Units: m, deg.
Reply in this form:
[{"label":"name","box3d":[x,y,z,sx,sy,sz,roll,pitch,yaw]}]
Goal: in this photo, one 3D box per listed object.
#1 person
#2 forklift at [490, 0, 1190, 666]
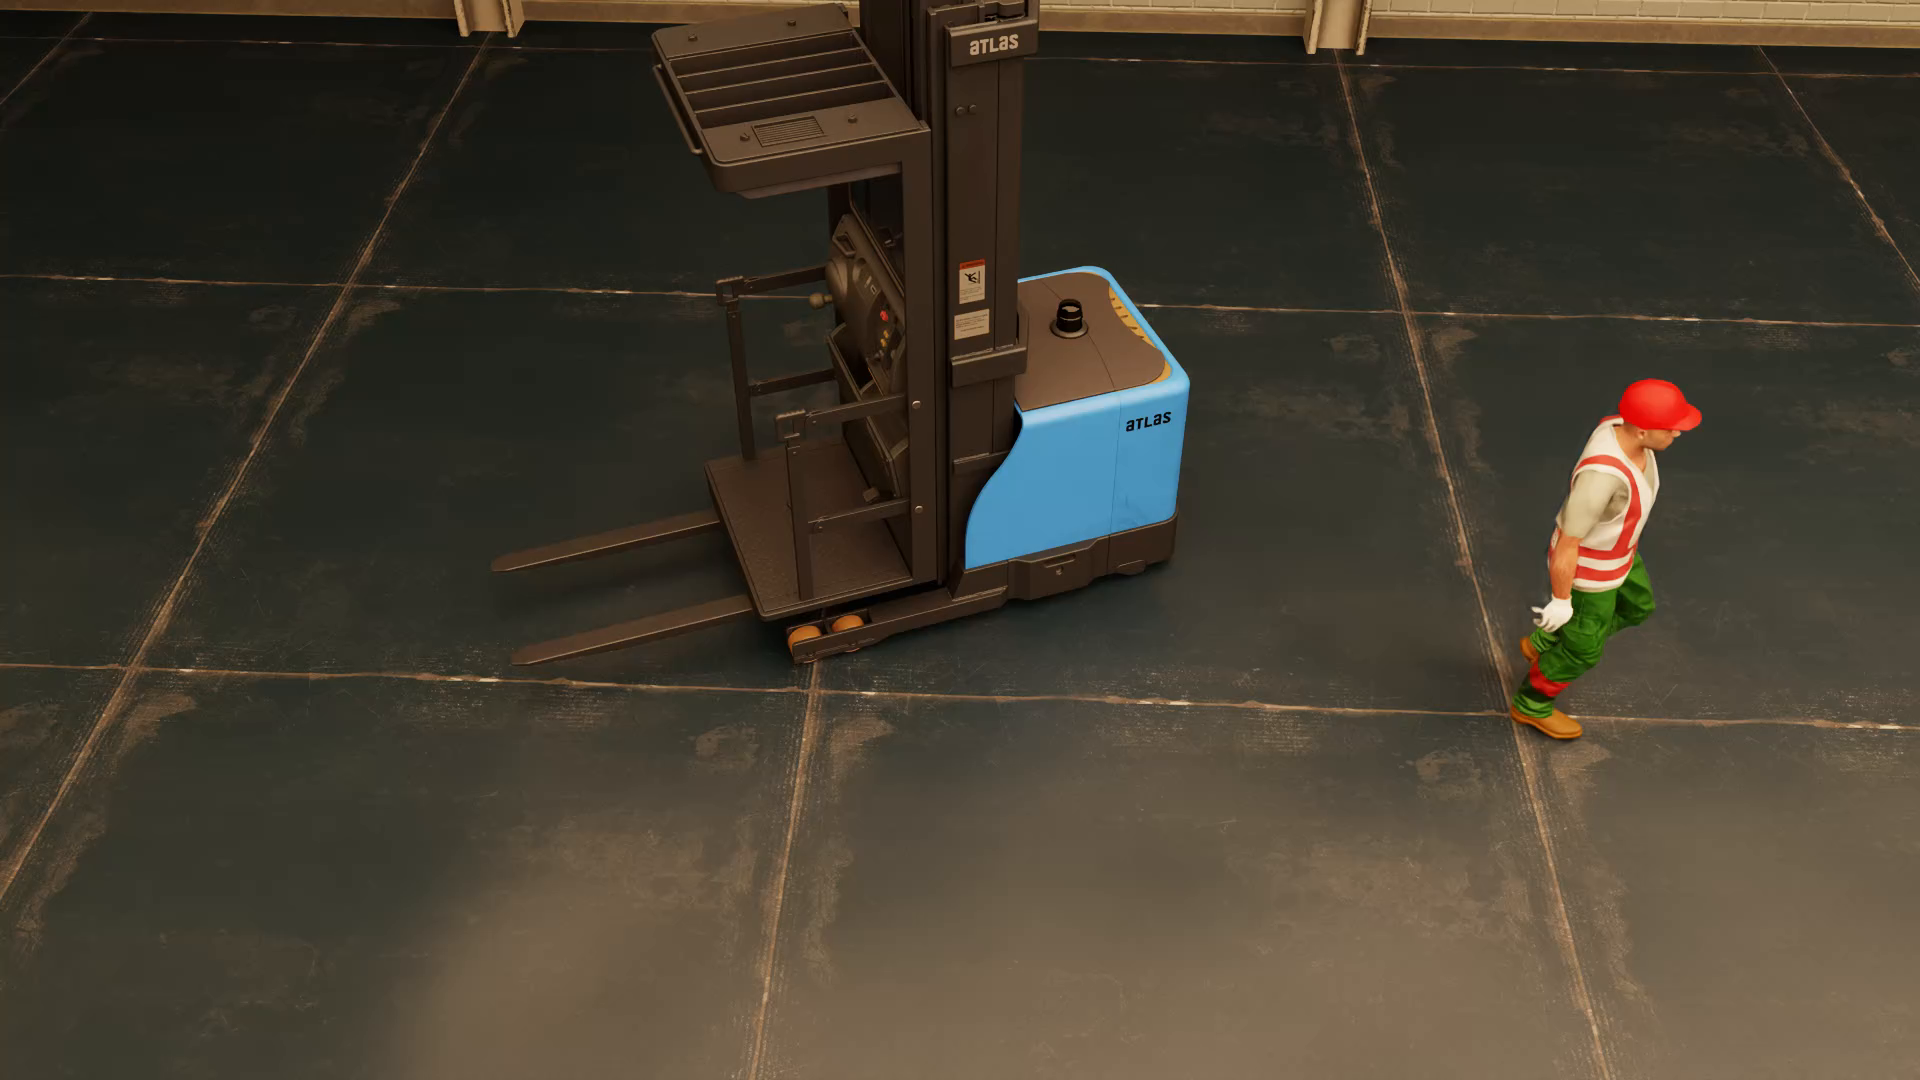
[{"label":"person","box3d":[2.535,0.093,6.506,0.460,1.767,0.713,19,46,20]},{"label":"forklift","box3d":[-0.573,-0.945,6.778,3.031,2.935,1.130,-13,44,-14]}]
